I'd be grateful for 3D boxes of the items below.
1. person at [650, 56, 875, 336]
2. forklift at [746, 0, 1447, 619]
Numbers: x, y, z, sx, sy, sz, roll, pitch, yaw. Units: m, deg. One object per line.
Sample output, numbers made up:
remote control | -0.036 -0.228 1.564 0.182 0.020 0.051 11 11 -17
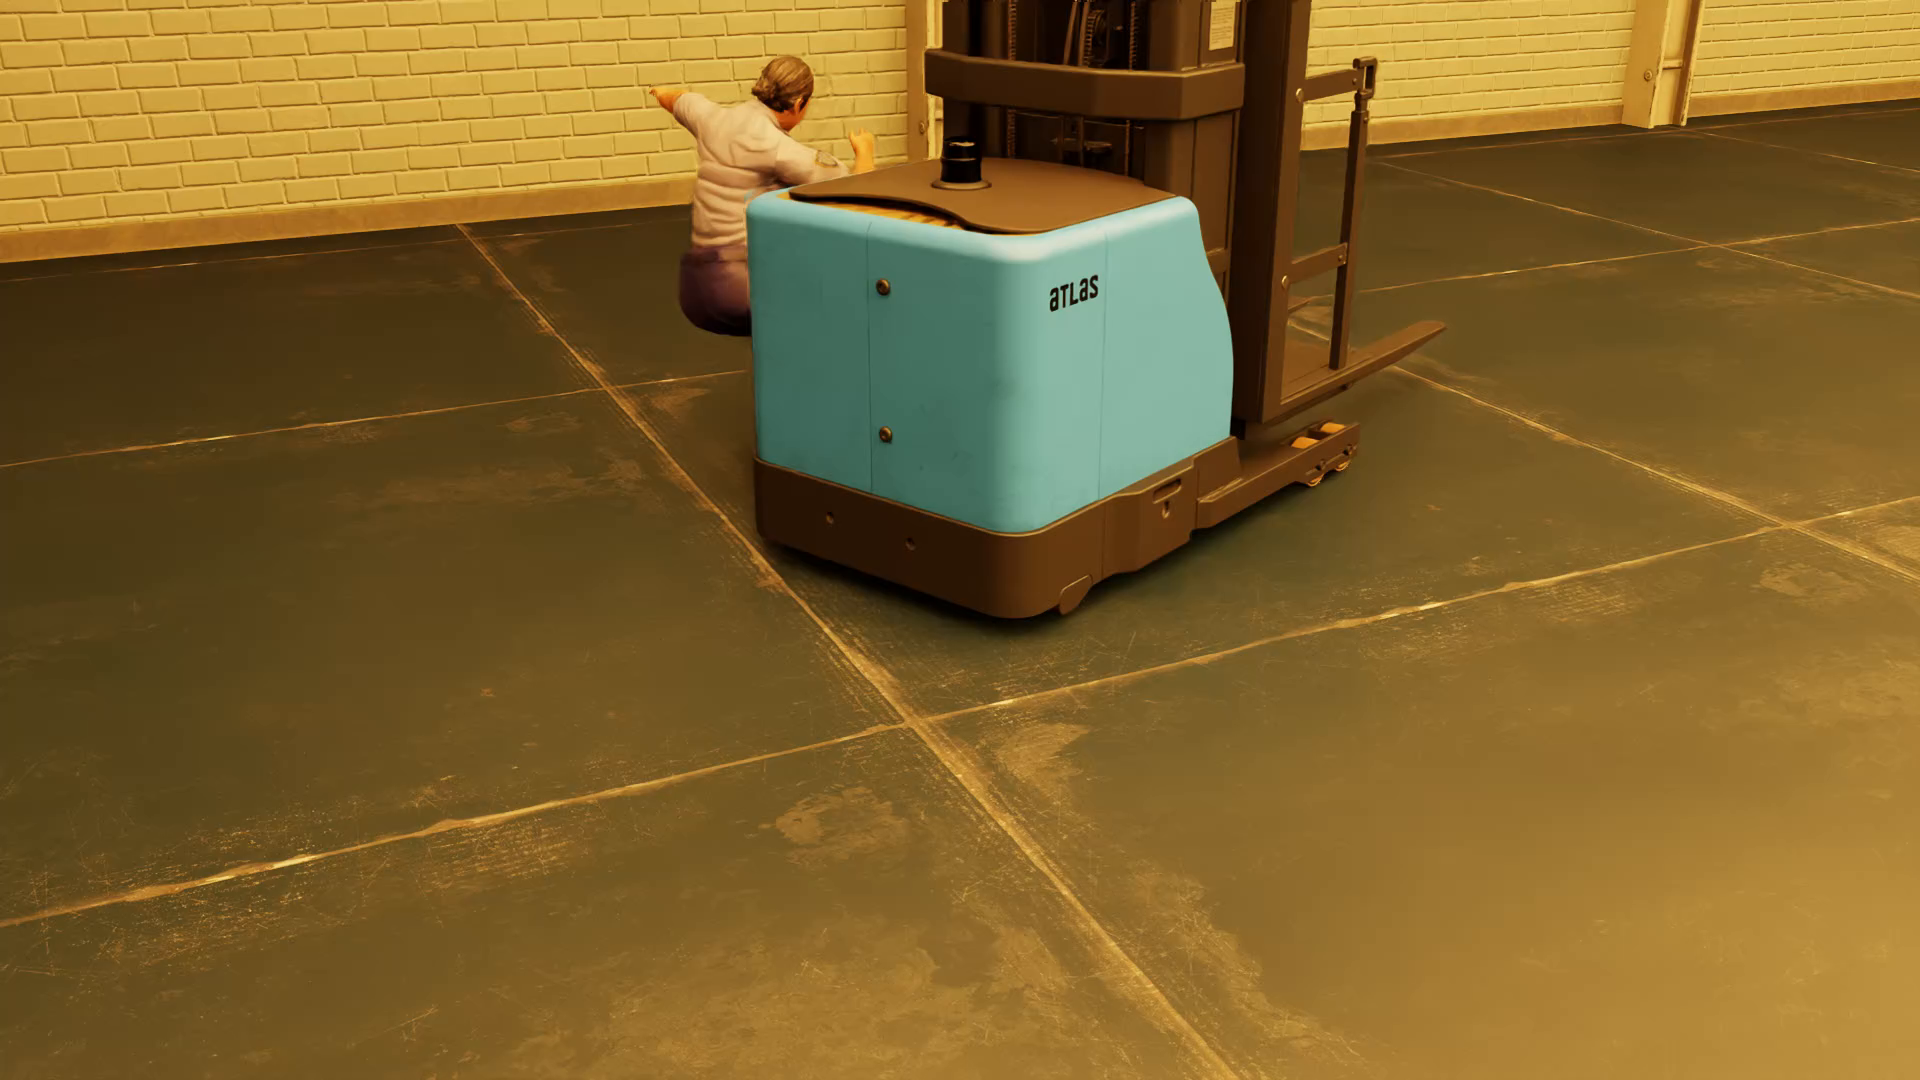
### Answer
person | -0.622 -0.978 5.607 0.732 1.273 1.498 -16 27 -34
forklift | 0.711 -1.637 5.228 1.130 2.935 3.031 17 28 36
